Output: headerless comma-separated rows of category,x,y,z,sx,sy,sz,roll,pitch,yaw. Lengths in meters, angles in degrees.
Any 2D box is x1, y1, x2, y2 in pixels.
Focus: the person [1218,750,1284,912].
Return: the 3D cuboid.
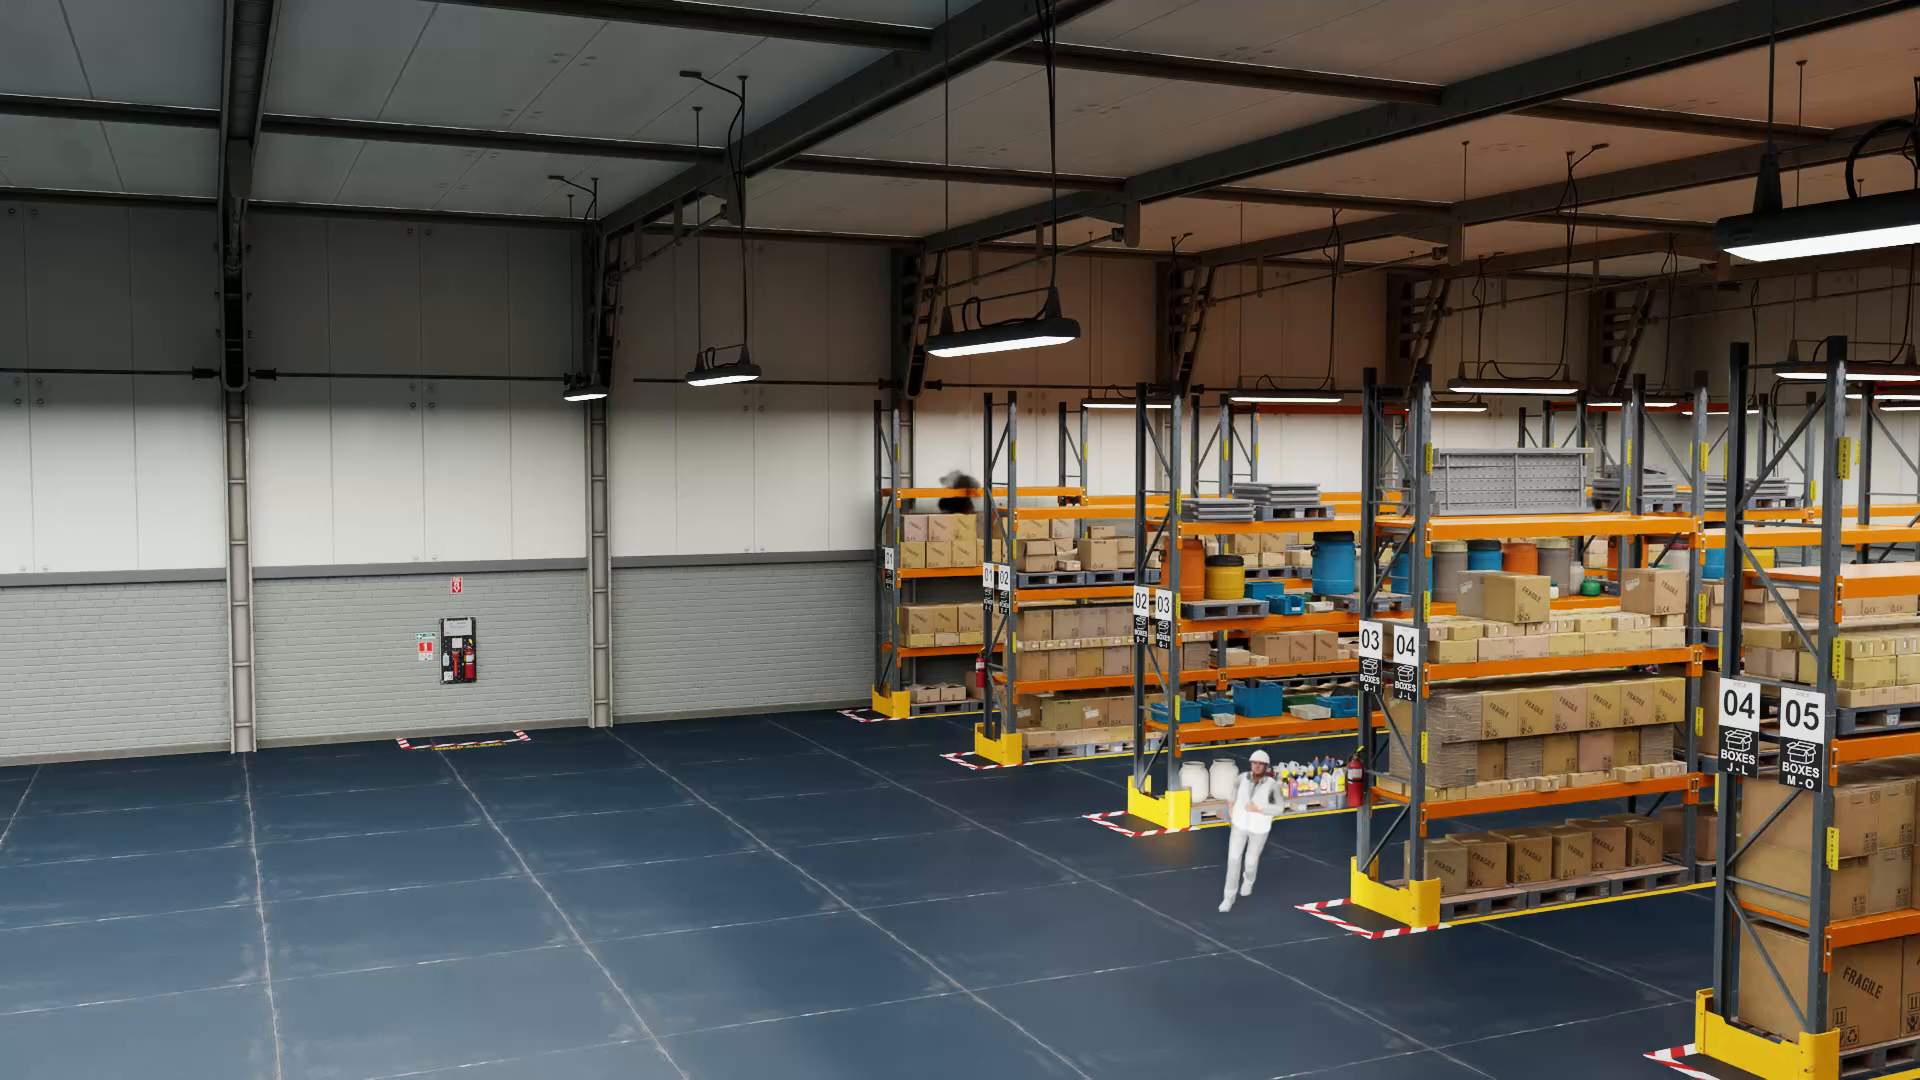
person,3.306,3.220,18.568,0.666,1.798,0.849,1,4,24
